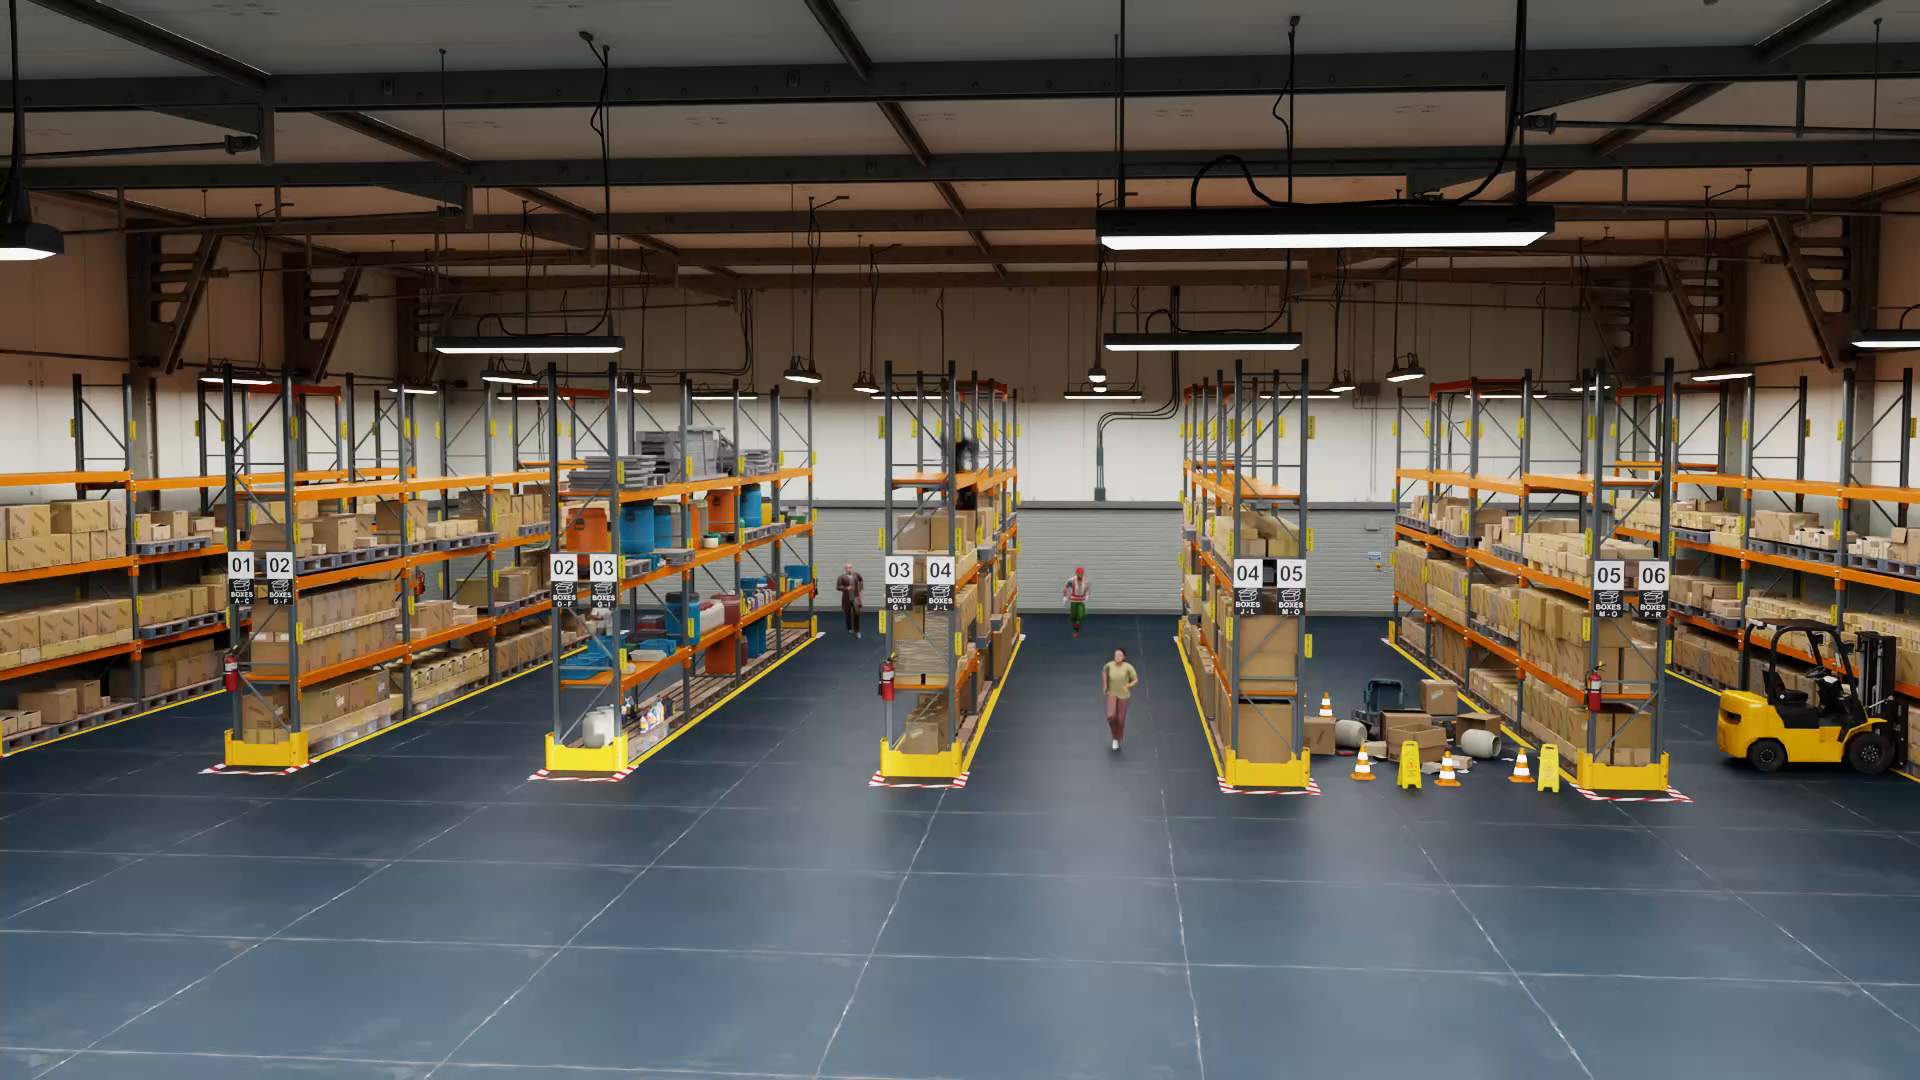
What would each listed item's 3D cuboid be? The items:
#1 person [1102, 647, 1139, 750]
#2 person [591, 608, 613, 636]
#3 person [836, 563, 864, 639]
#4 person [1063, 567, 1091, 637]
[{"bbox_3d":[2.523,2.483,26.204,0.584,1.632,0.768,1,4,8],"label":"person"},{"bbox_3d":[-7.542,1.861,35.322,0.588,1.664,0.957,-1,4,-16],"label":"person"},{"bbox_3d":[-2.662,1.461,40.216,0.702,1.821,0.822,-1,4,-12],"label":"person"},{"bbox_3d":[2.849,1.498,40.350,0.659,1.715,0.707,-1,4,-12],"label":"person"}]
